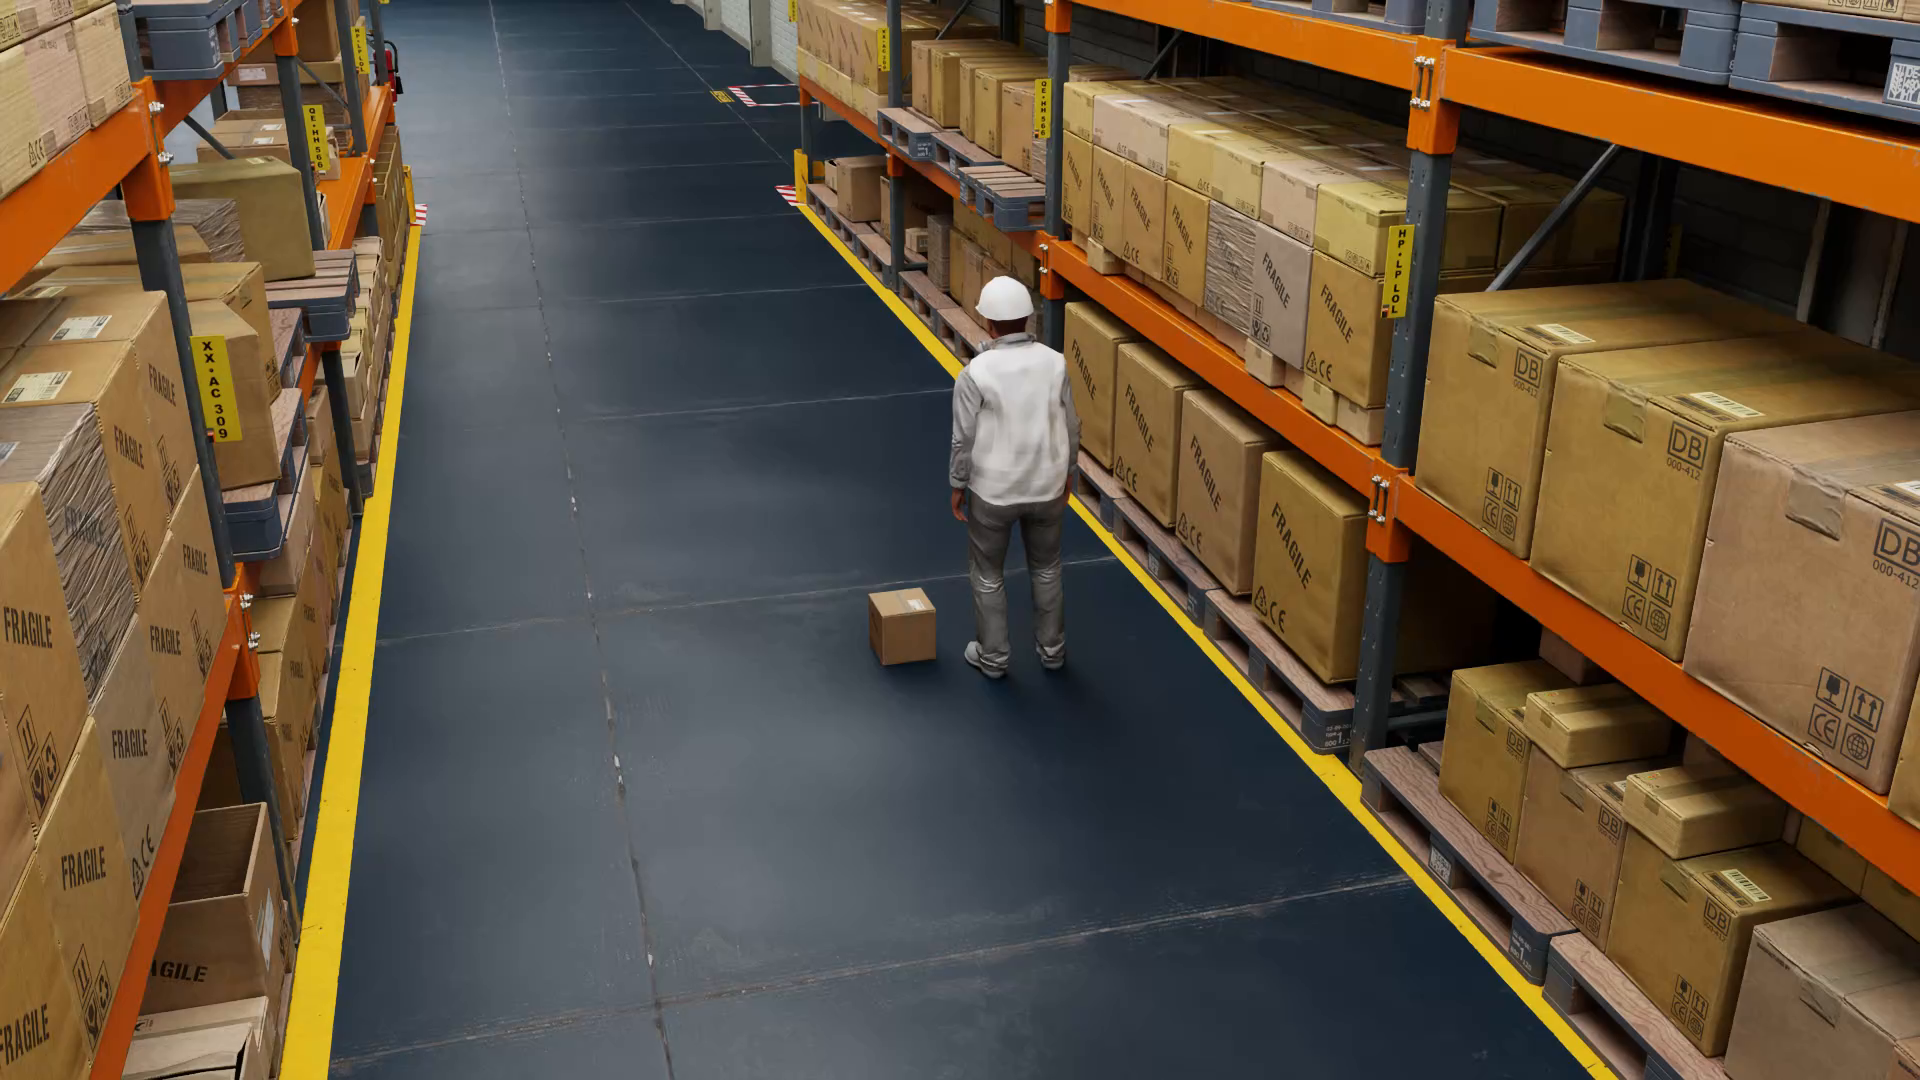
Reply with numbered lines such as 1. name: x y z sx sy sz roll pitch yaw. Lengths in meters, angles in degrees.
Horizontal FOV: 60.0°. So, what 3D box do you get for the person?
1. person: 0.230 -0.249 7.159 0.585 1.767 0.463 -7 24 -16
